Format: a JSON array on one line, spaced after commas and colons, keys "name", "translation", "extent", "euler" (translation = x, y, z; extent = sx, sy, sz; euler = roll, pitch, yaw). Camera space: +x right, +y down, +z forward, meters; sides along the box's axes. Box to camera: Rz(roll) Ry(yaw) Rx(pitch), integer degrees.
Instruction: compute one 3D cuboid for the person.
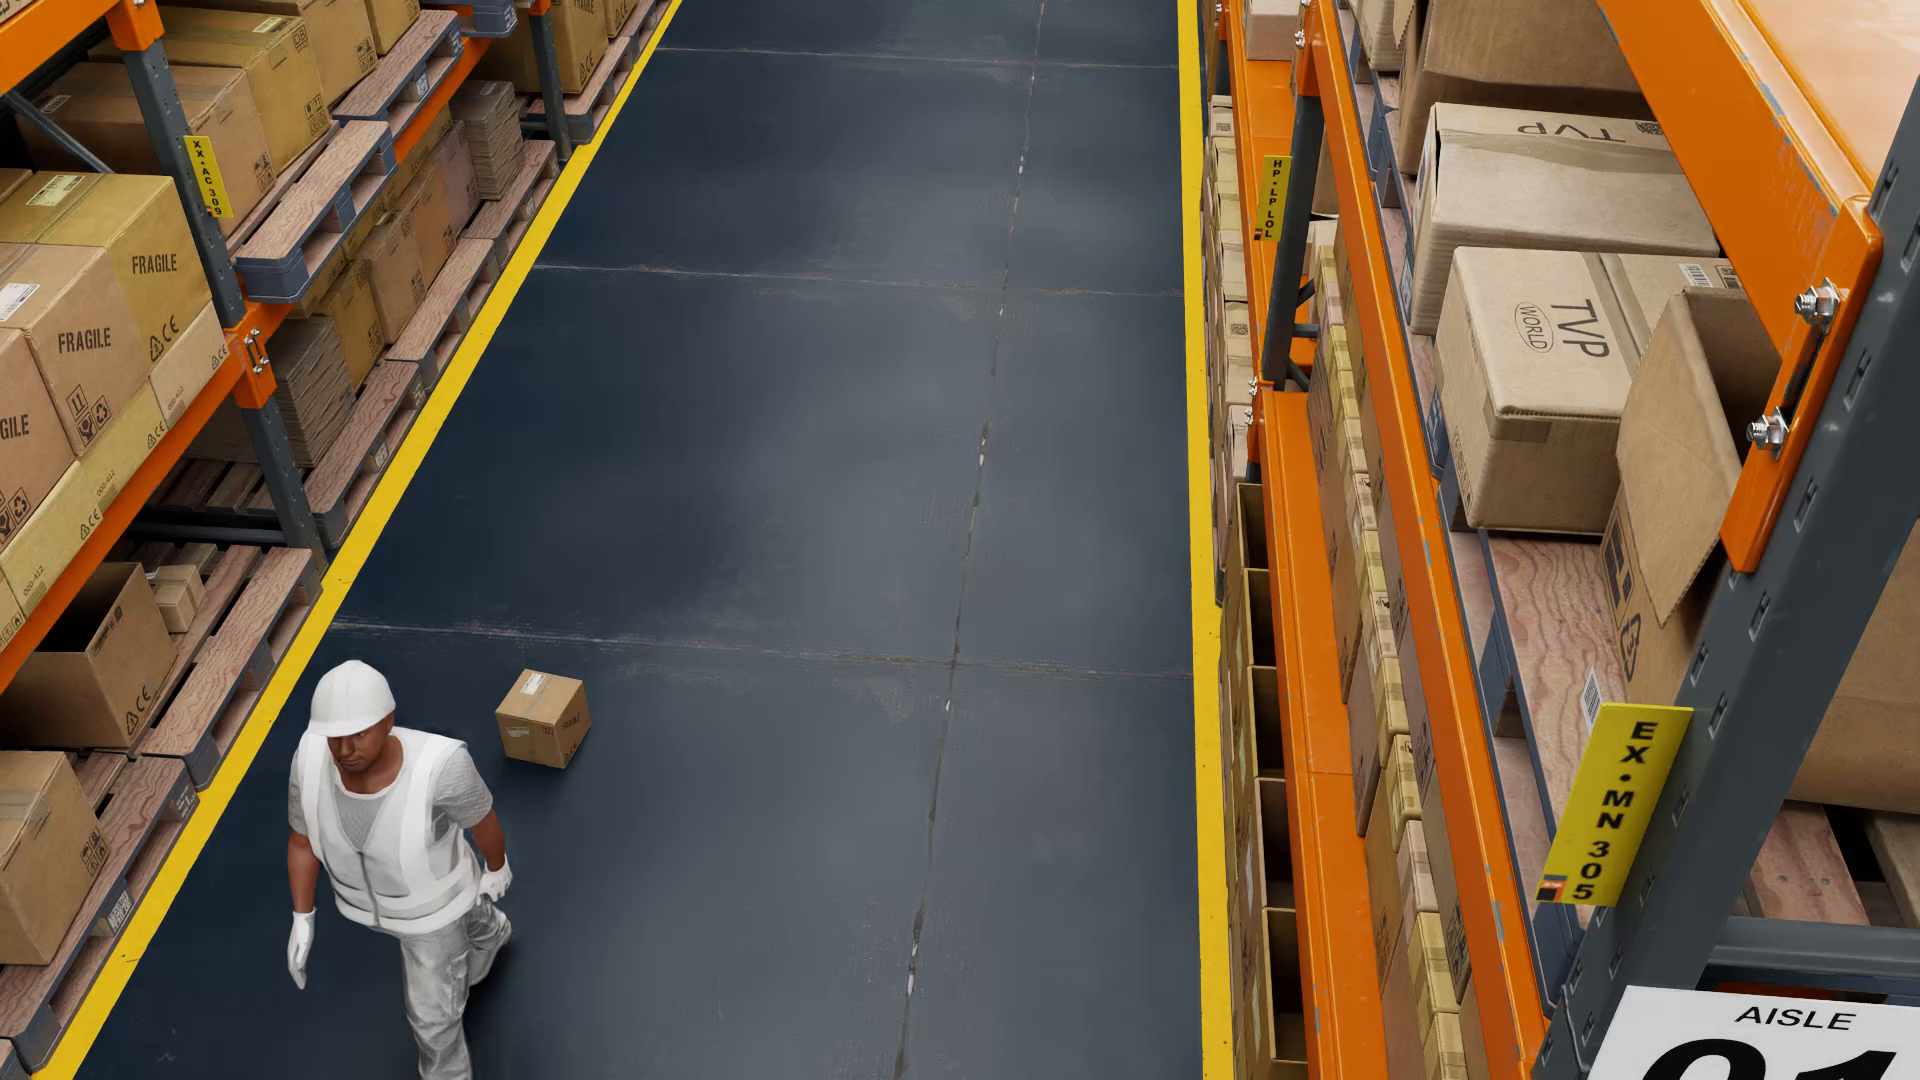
[{"name": "person", "translation": [-1.641, 1.057, 4.859], "extent": [0.538, 1.734, 1.066], "euler": [10, 41, 11]}]
